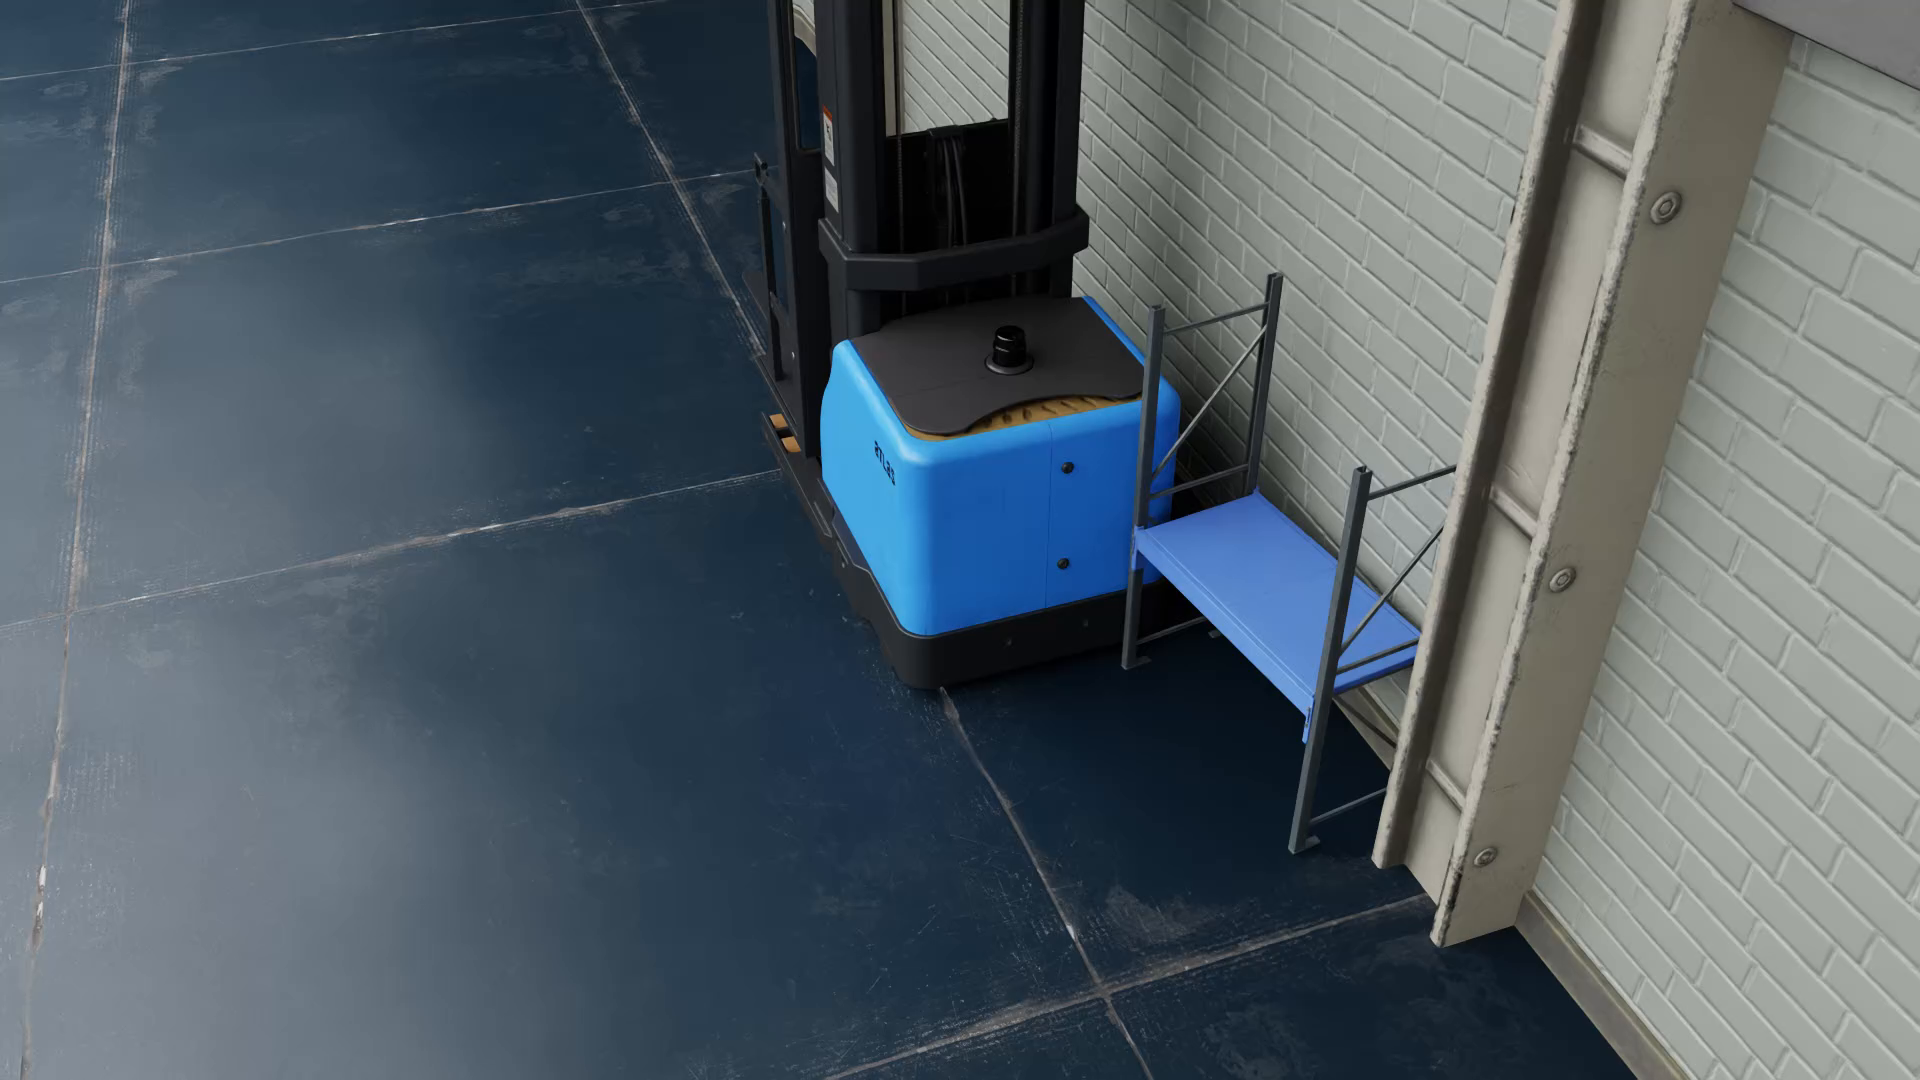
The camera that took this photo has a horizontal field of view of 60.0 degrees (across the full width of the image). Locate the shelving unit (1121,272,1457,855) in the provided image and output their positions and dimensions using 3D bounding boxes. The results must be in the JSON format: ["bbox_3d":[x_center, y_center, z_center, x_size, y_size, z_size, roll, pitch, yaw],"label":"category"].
[{"bbox_3d":[1.059,0.074,5.405,0.538,1.500,1.048,-18,40,-22],"label":"shelving unit"}]

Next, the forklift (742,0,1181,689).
[{"bbox_3d":[-0.220,-1.526,6.340,1.130,2.935,3.031,-13,39,-16],"label":"forklift"}]

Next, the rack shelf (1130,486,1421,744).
[{"bbox_3d":[1.059,0.218,5.514,0.538,0.185,1.000,-18,40,-22],"label":"rack shelf"}]

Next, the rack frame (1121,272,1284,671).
[{"bbox_3d":[0.823,-0.197,5.765,0.500,1.500,0.032,-18,40,-22],"label":"rack frame"}]

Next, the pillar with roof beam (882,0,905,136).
[{"bbox_3d":[-4.565,-4.986,5.890,9.100,9.000,0.400,-12,39,-16],"label":"pillar with roof beam"}]

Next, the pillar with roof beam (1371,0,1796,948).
[{"bbox_3d":[-2.500,-1.596,1.390,9.100,9.000,0.400,-12,39,-16],"label":"pillar with roof beam"}]

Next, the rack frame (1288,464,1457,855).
[{"bbox_3d":[1.296,0.345,5.046,0.500,1.500,0.032,-18,40,-22],"label":"rack frame"}]
